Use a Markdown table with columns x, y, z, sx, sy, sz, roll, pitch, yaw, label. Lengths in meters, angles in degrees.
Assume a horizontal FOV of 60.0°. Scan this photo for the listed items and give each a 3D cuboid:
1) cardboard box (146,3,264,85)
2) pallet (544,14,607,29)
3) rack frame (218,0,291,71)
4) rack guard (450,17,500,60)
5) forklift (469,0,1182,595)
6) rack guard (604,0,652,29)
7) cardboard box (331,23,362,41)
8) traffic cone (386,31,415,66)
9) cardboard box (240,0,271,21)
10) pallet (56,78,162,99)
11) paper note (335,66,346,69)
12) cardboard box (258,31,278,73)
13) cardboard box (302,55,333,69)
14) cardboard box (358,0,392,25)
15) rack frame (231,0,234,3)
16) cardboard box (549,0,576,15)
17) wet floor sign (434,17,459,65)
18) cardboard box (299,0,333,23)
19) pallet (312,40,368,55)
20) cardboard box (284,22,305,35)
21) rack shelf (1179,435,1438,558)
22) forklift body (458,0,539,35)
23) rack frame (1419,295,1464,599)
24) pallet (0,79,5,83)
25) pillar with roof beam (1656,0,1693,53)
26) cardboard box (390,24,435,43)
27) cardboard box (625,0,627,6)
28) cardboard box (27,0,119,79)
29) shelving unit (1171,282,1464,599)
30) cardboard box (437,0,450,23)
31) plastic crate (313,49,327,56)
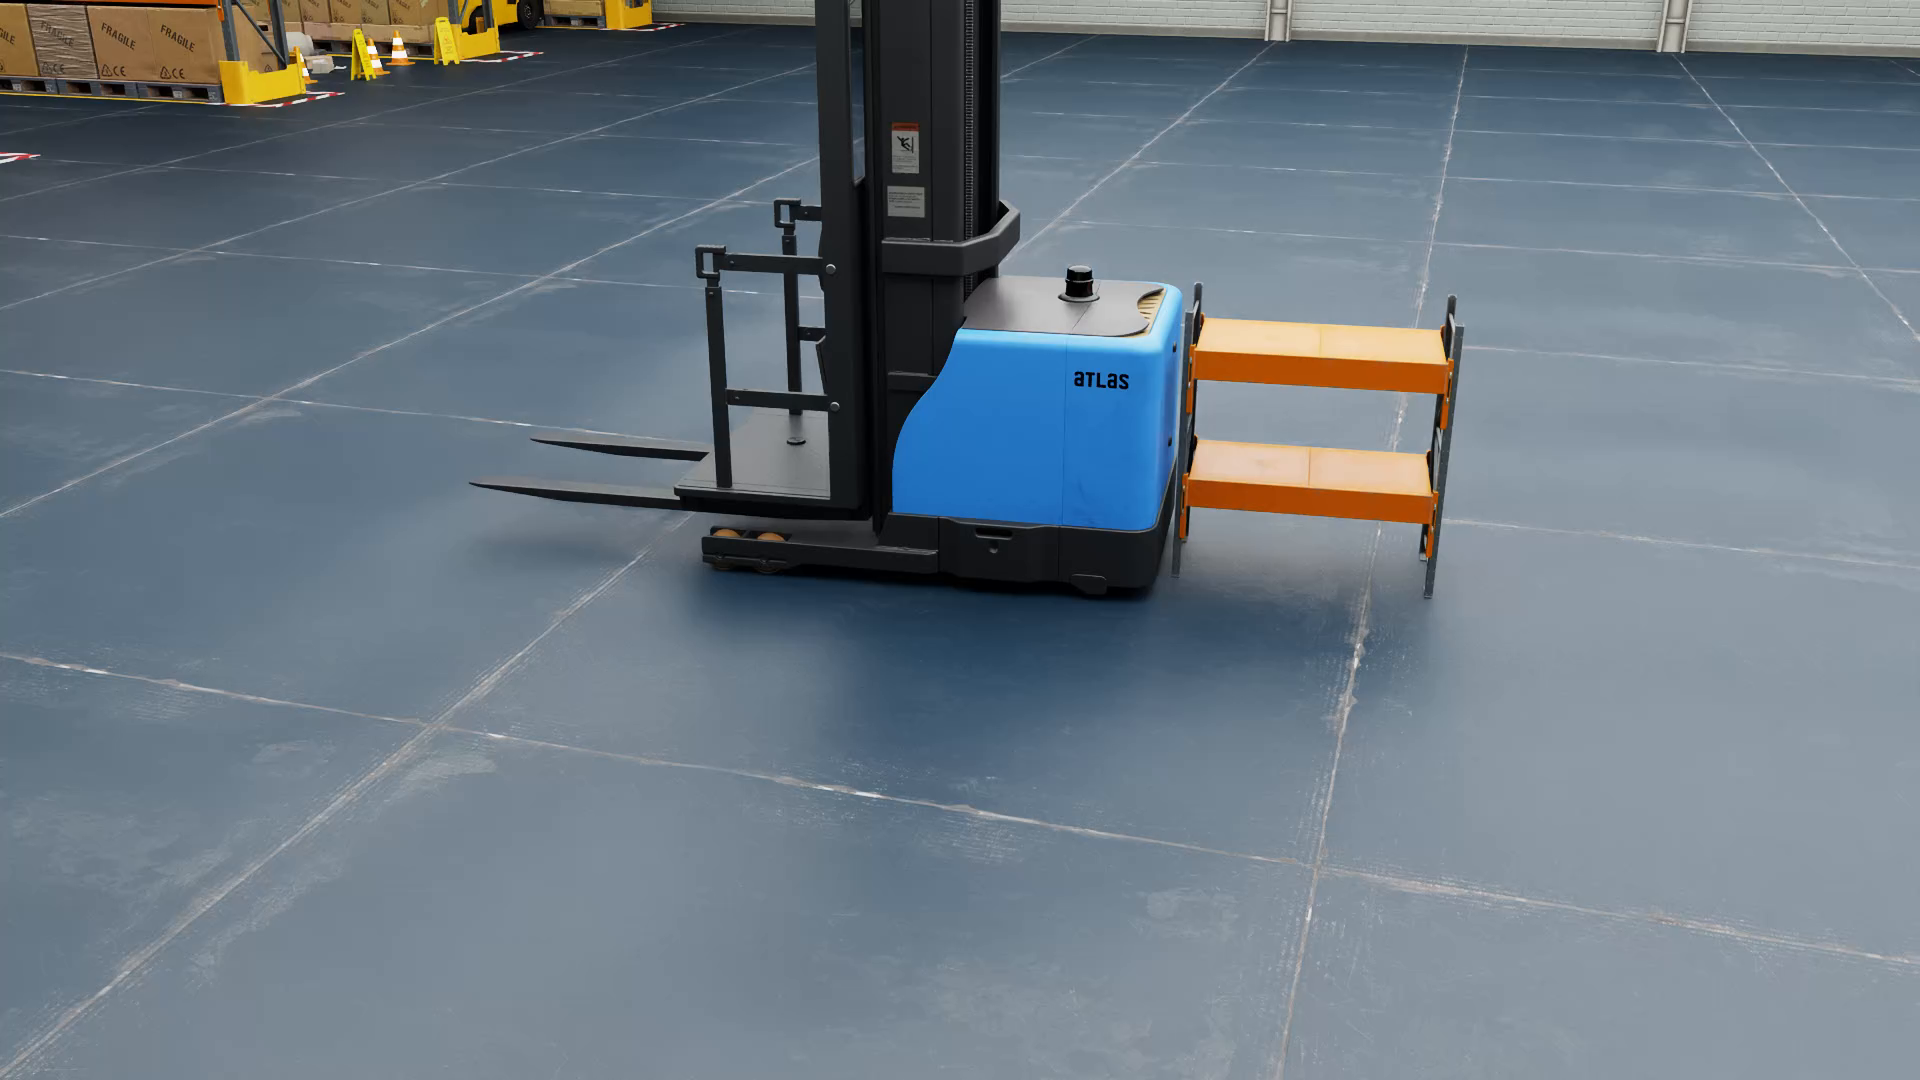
| x | y | z | sx | sy | sz | roll | pitch | yaw | label |
| --- | --- | --- | --- | --- | --- | --- | --- | --- | --- |
| -9.306 | -6.145 | 20.544 | 0.875 | 0.875 | 0.875 | 7 | 23 | 16 | cardboard box |
| -6.619 | -9.275 | 29.603 | 1.213 | 0.211 | 1.003 | 7 | 23 | 16 | pallet |
| -8.638 | -6.883 | 20.098 | 0.127 | 3.000 | 1.000 | 7 | 23 | 16 | rack frame |
| -7.378 | -7.544 | 25.004 | 0.348 | 0.500 | 1.175 | 7 | 23 | 16 | rack guard |
| -0.608 | -1.405 | 6.834 | 3.031 | 2.935 | 1.130 | 5 | 23 | 11 | forklift |
| -5.852 | -9.337 | 29.375 | 0.348 | 0.500 | 1.175 | 7 | 23 | 16 | rack guard |
| -9.153 | -7.721 | 25.209 | 0.500 | 0.250 | 0.500 | 6 | 23 | 14 | cardboard box |
| -8.089 | -7.097 | 23.963 | 0.334 | 0.463 | 0.336 | 7 | 23 | 16 | traffic cone |
| -10.648 | -8.237 | 25.481 | 0.500 | 0.500 | 0.500 | 8 | 24 | 18 | cardboard box |
| -10.590 | -5.787 | 21.099 | 1.213 | 0.211 | 1.003 | 7 | 23 | 15 | pallet |
| -8.785 | -6.699 | 23.562 | 0.142 | 0.019 | 0.148 | -1 | 22 | -3 | paper note |
| -9.718 | -6.810 | 23.210 | 0.637 | 0.503 | 0.797 | -9 | 24 | -21 | cardboard box |
| -9.143 | -6.783 | 23.611 | 0.380 | 0.149 | 0.250 | -20 | 29 | -39 | cardboard box |
| -8.648 | -8.011 | 24.929 | 0.500 | 0.500 | 0.500 | 7 | 23 | 17 | cardboard box |
| -13.534 | -11.373 | 31.045 | 0.127 | 3.000 | 1.000 | 7 | 23 | 16 | rack frame |
| -6.889 | -9.413 | 29.336 | 0.500 | 0.250 | 0.500 | 7 | 23 | 15 | cardboard box |
| -7.432 | -7.194 | 23.957 | 0.232 | 0.644 | 0.267 | 16 | 27 | 34 | wet floor sign |
| -9.636 | -8.126 | 25.208 | 0.500 | 0.500 | 0.500 | 8 | 24 | 18 | cardboard box |
| -9.309 | -7.647 | 25.635 | 1.213 | 0.211 | 1.003 | 7 | 23 | 16 | pallet |
| -10.133 | -7.836 | 25.491 | 0.500 | 0.250 | 0.500 | 8 | 24 | 19 | cardboard box |
| 1.441 | -0.192 | 6.900 | 1.000 | 0.278 | 0.538 | 5 | 23 | 11 | rack shelf |
| -8.217 | -9.649 | 27.959 | 1.214 | 2.155 | 2.313 | 7 | 23 | 16 | forklift body |
| 1.938 | -0.379 | 6.711 | 0.032 | 1.125 | 0.500 | 5 | 23 | 11 | rack frame |
| -13.228 | -6.089 | 21.835 | 1.213 | 0.211 | 1.003 | 7 | 23 | 16 | pallet |
| 9.708 | -10.139 | 20.129 | 0.400 | 9.000 | 9.100 | 7 | 23 | 16 | pillar with roof beam |
| -8.180 | -7.608 | 24.935 | 0.500 | 0.250 | 0.500 | 6 | 23 | 15 | cardboard box |
| -6.288 | -9.544 | 29.653 | 0.500 | 0.250 | 0.500 | 7 | 23 | 16 | cardboard box |
| -11.022 | -6.341 | 21.023 | 0.875 | 0.875 | 0.875 | 7 | 23 | 16 | cardboard box |
| 1.441 | -0.418 | 6.808 | 1.048 | 1.125 | 0.538 | 5 | 23 | 11 | shelving unit |
| -8.020 | -8.153 | 25.275 | 0.500 | 0.500 | 0.500 | 6 | 23 | 14 | cardboard box |
| -9.868 | -7.310 | 24.986 | 0.583 | 0.080 | 0.402 | -1 | 22 | -3 | plastic crate |
